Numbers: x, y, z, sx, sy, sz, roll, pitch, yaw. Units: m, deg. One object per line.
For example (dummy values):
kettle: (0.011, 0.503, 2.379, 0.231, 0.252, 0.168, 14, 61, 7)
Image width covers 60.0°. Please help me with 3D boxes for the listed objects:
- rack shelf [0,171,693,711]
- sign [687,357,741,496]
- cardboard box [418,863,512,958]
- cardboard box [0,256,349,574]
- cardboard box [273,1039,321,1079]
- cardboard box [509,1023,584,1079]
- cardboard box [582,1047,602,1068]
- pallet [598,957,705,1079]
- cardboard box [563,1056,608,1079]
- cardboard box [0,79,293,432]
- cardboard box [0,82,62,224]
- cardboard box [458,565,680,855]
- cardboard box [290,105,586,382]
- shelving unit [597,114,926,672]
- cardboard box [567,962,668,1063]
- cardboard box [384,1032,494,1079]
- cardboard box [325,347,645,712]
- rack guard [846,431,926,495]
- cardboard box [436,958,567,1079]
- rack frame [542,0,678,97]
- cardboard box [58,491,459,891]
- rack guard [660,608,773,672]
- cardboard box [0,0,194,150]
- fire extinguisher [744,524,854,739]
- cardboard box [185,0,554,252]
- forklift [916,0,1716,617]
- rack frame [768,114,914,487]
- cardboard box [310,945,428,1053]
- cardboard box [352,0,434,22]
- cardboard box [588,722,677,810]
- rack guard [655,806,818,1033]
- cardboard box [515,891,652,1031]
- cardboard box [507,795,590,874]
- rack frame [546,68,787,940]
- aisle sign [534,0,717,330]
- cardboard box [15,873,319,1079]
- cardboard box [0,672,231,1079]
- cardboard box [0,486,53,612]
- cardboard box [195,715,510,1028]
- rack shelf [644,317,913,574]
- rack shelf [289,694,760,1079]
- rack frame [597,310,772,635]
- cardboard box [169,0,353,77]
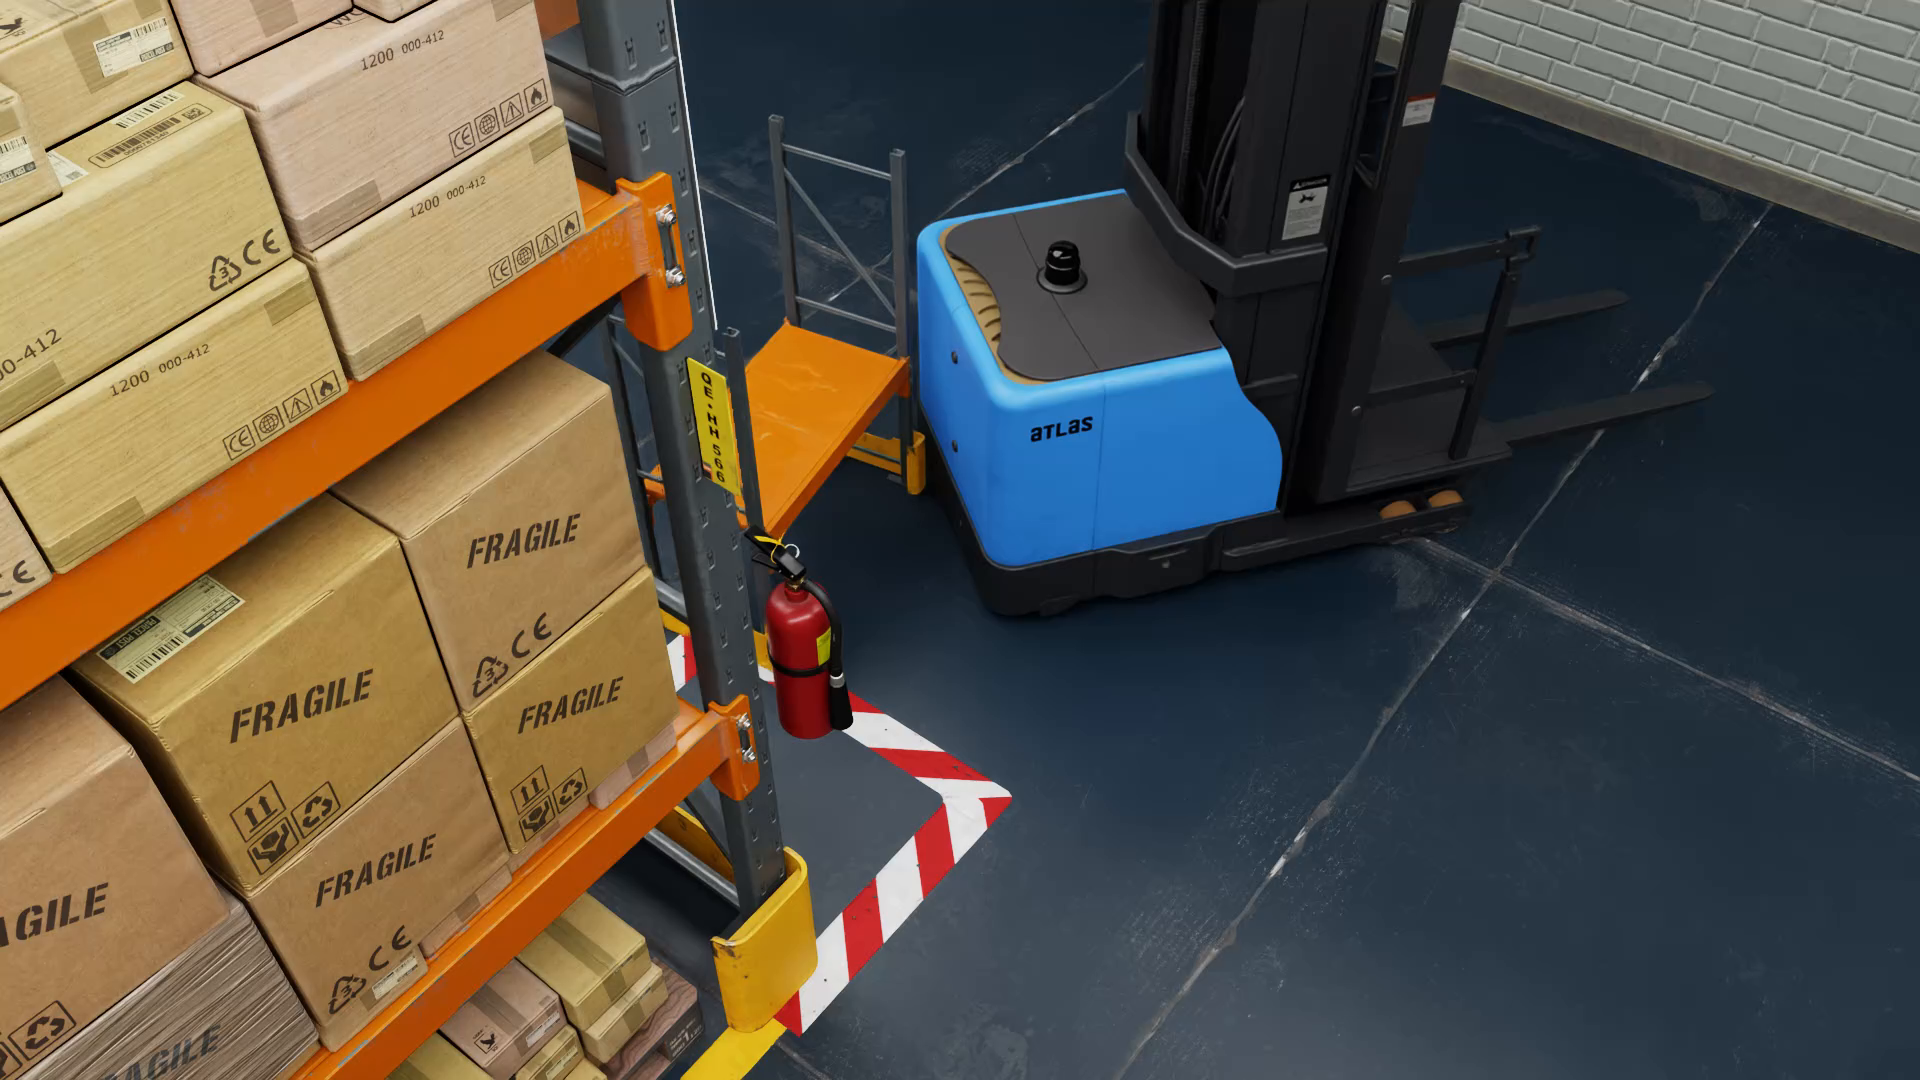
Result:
rack shelf: (-2.147, 0.384, 2.232, 1.077, 0.370, 4.000, 29, 53, 25)
sign: (-0.497, -0.225, 3.371, 0.100, 0.325, 0.005, 29, 53, 25)
cardboard box: (-1.223, 0.701, 3.679, 0.380, 0.149, 0.250, 29, 53, 25)
cardboard box: (-1.299, -0.285, 2.477, 0.500, 0.250, 0.500, 29, 53, 25)
cardboard box: (-1.545, 0.995, 3.398, 0.380, 0.149, 0.250, 27, 52, 23)
cardboard box: (-1.224, 1.318, 4.392, 0.380, 0.149, 0.250, 28, 52, 24)
cardboard box: (-1.081, 1.260, 4.653, 0.380, 0.149, 0.250, 30, 53, 26)
pallet: (-1.495, 1.483, 4.687, 1.003, 0.211, 1.213, 29, 53, 25)
cardboard box: (-1.158, 1.452, 4.469, 0.380, 0.149, 0.250, 31, 54, 26)
cardboard box: (-1.316, -0.461, 2.299, 0.500, 0.250, 0.500, 28, 52, 24)
cardboard box: (-1.355, -0.503, 2.064, 0.380, 0.149, 0.250, 30, 53, 26)
cardboard box: (-0.995, 0.261, 3.652, 0.500, 0.500, 0.500, 30, 53, 26)
cardboard box: (-0.993, -0.580, 2.759, 0.500, 0.250, 0.500, 28, 52, 24)
shelving unit: (-0.628, -0.484, 5.675, 0.587, 1.500, 1.083, 20, 49, 18)
cardboard box: (-1.021, 1.192, 4.512, 0.380, 0.149, 0.250, 28, 52, 24)
cardboard box: (-1.304, 1.399, 4.109, 0.380, 0.149, 0.250, 28, 52, 24)
cardboard box: (-1.007, -0.084, 3.289, 0.500, 0.500, 0.500, 28, 52, 24)
rack guard: (-0.407, -0.375, 6.435, 0.587, 0.250, 0.087, 20, 49, 18)
cardboard box: (-1.246, 1.195, 4.304, 0.380, 0.149, 0.250, 30, 53, 26)
rack frame: (-0.924, -2.045, 1.980, 1.000, 3.000, 0.127, 29, 53, 25)
cardboard box: (-1.317, 0.206, 3.012, 0.500, 0.500, 0.500, 27, 52, 24)
rack guard: (-0.849, 0.270, 5.819, 0.587, 0.250, 0.087, 20, 49, 18)
cardboard box: (-1.280, -0.702, 2.254, 0.380, 0.149, 0.250, 28, 52, 24)
fire extinguisher: (-0.405, 0.243, 4.255, 0.296, 0.674, 0.183, 29, 53, 25)
cardboard box: (-1.005, -0.754, 2.579, 0.500, 0.250, 0.500, 28, 52, 24)
forklift: (1.410, -1.353, 5.516, 3.031, 2.935, 1.130, -12, 48, -11)
rack frame: (-0.406, -0.808, 5.984, 0.500, 1.500, 0.032, 20, 49, 18)
cardboard box: (-1.361, 0.858, 3.530, 0.380, 0.149, 0.250, 31, 54, 26)
cardboard box: (-0.895, -0.947, 2.488, 0.380, 0.149, 0.250, 29, 53, 25)
cardboard box: (-0.900, 0.425, 3.943, 0.380, 0.149, 0.250, 29, 53, 25)
rack guard: (-0.971, 0.934, 5.012, 1.175, 0.500, 0.348, 29, 53, 25)
cardboard box: (-1.047, 1.076, 4.417, 0.380, 0.149, 0.250, 30, 53, 25)
cardboard box: (-1.082, 0.551, 3.823, 0.380, 0.149, 0.250, 29, 53, 25)
rack frame: (-0.924, 0.027, 4.150, 1.000, 3.000, 0.127, 29, 53, 25)
aisle sign: (-0.642, -0.780, 3.123, 0.394, 0.787, 0.004, 29, 53, 25)
cardboard box: (-1.617, 0.848, 3.091, 0.500, 0.500, 0.500, 29, 53, 25)
cardboard box: (-1.628, 0.508, 2.724, 0.500, 0.500, 0.500, 32, 54, 27)
cardboard box: (-1.613, -0.007, 2.211, 0.500, 0.250, 0.500, 31, 54, 26)
cardboard box: (-1.314, 0.553, 3.372, 0.500, 0.500, 0.500, 28, 53, 24)
rack shelf: (-0.632, -0.354, 5.800, 0.538, 0.185, 1.000, 20, 49, 18)
rack shelf: (-2.147, 1.420, 3.317, 1.077, 0.370, 4.000, 29, 53, 25)
rack frame: (-0.858, -0.149, 5.355, 0.500, 1.500, 0.032, 20, 49, 18)
cardboard box: (-1.106, -0.840, 2.386, 0.380, 0.149, 0.250, 30, 53, 25)
